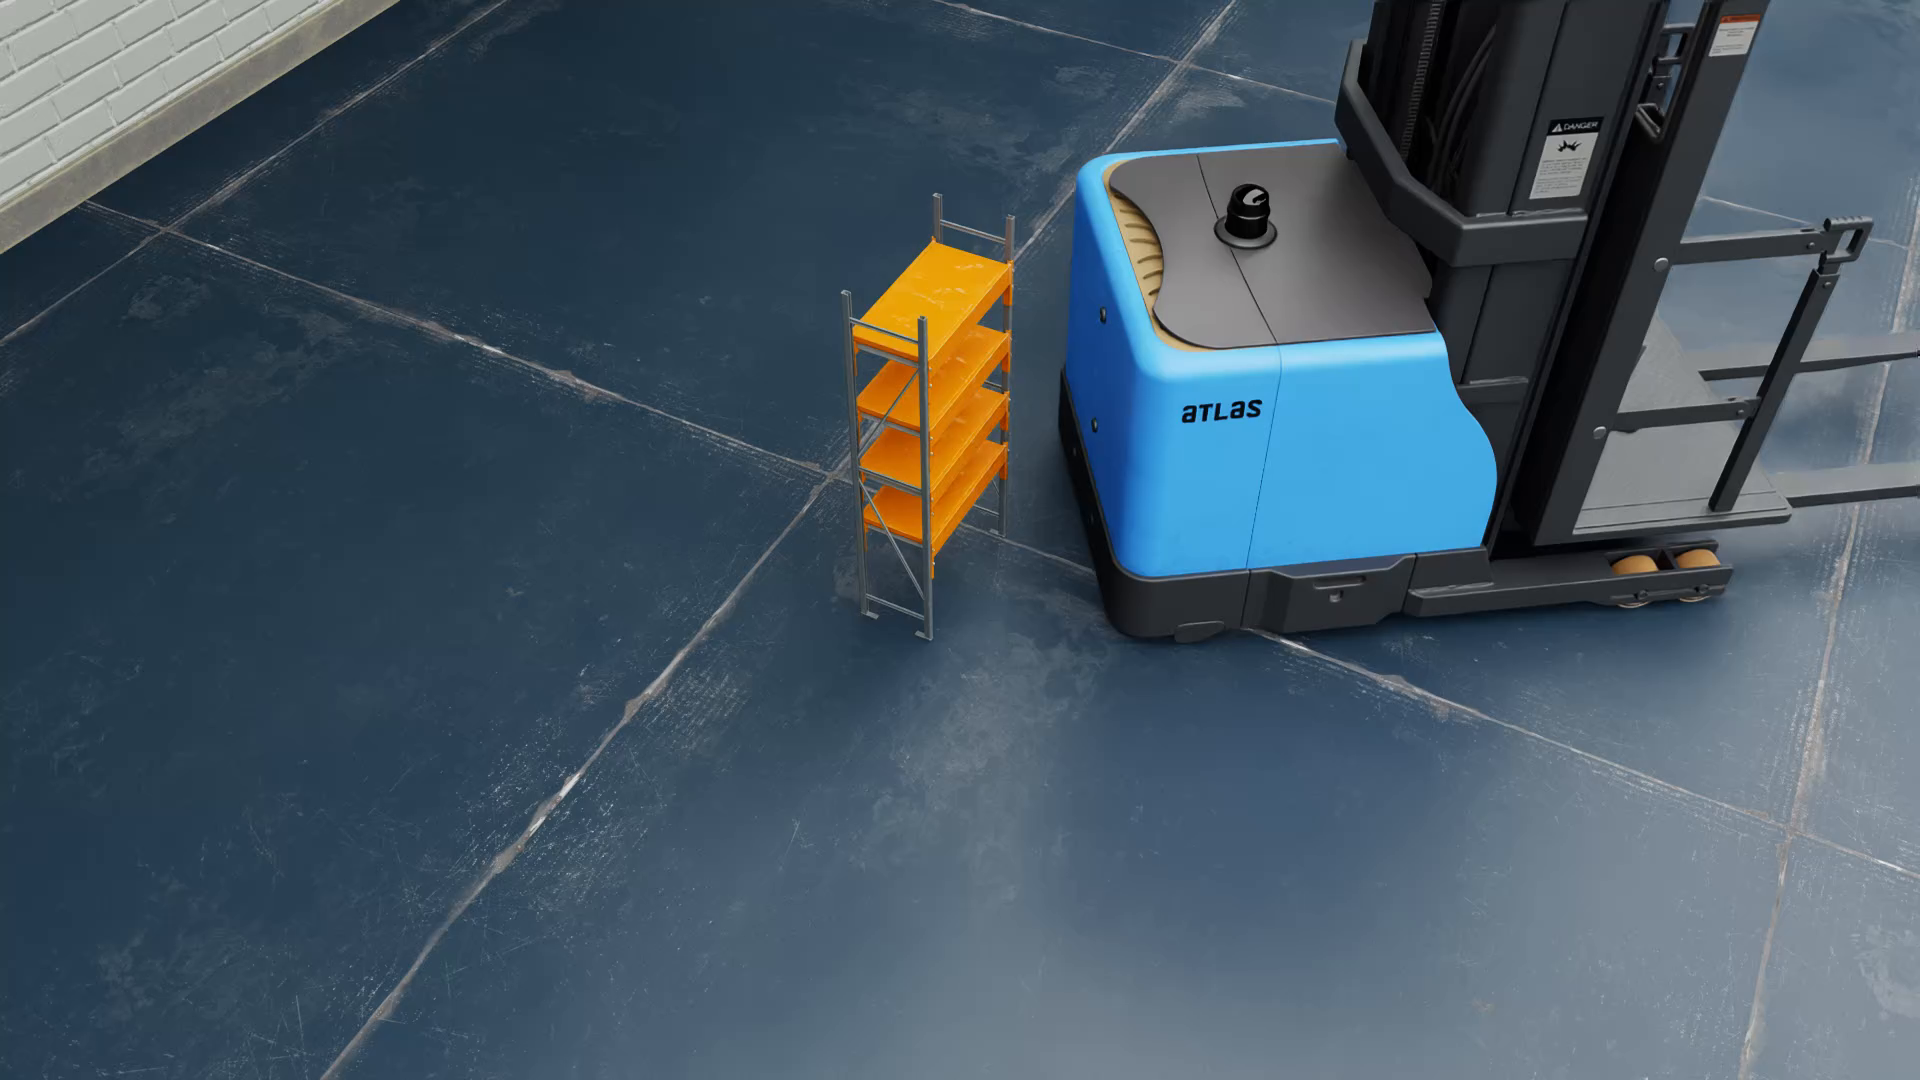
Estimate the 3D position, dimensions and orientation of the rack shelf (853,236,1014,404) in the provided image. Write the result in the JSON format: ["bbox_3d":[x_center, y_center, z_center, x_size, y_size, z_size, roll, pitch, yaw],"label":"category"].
[{"bbox_3d":[-0.077,-0.594,4.441,0.258,0.148,0.480,20,49,19],"label":"rack shelf"}]

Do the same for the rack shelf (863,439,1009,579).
[{"bbox_3d":[-0.077,-0.131,4.909,0.258,0.148,0.480,20,49,19],"label":"rack shelf"}]

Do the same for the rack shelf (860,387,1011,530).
[{"bbox_3d":[-0.077,-0.270,4.768,0.258,0.148,0.480,20,49,19],"label":"rack shelf"}]

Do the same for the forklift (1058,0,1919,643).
[{"bbox_3d":[1.883,-1.194,4.370,3.031,2.935,1.130,-5,46,-5],"label":"forklift"}]

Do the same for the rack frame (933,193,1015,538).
[{"bbox_3d":[0.036,-0.471,4.872,0.240,1.200,0.015,20,49,19],"label":"rack frame"}]

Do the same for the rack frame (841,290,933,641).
[{"bbox_3d":[-0.190,-0.164,4.568,0.240,1.200,0.015,20,49,19],"label":"rack frame"}]

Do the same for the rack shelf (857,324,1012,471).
[{"bbox_3d":[-0.077,-0.427,4.609,0.258,0.148,0.480,20,49,19],"label":"rack shelf"}]

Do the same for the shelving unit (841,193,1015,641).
[{"bbox_3d":[-0.077,-0.317,4.720,0.258,1.200,0.503,20,49,19],"label":"shelving unit"}]
